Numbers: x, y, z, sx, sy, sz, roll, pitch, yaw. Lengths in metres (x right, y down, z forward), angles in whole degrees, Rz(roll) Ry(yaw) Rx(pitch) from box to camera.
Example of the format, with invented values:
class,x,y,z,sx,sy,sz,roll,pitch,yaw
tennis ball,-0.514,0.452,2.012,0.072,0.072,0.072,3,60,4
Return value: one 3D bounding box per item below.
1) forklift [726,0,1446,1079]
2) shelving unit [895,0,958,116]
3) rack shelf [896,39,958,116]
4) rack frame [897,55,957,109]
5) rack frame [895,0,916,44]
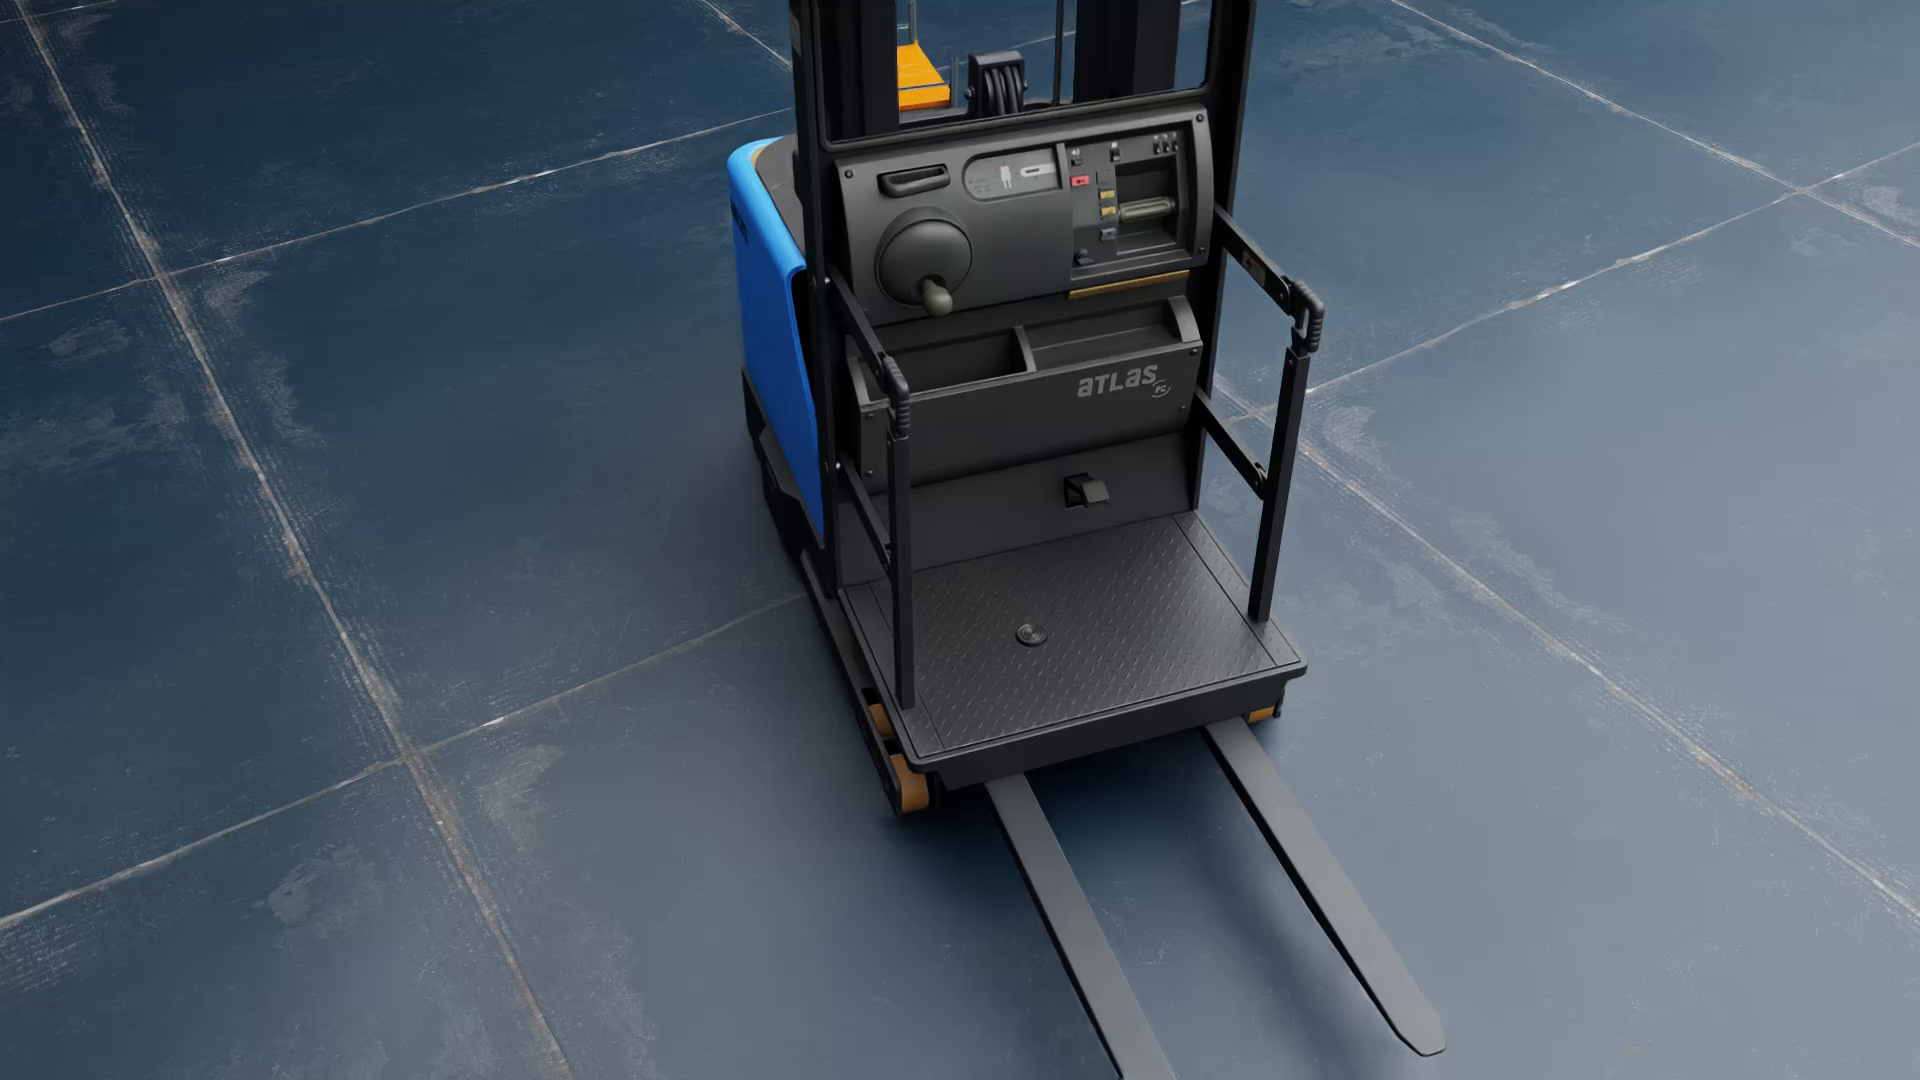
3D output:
class,x,y,z,sx,sy,sz,roll,pitch,yaw
forklift,0.242,-0.704,3.805,1.130,2.935,3.031,-12,41,-14
shelving unit,-0.195,-1.161,5.700,0.258,1.200,0.503,-11,40,-13
rack shelf,-0.197,-1.467,5.453,0.258,0.148,0.480,-11,40,-13
rack frame,-0.126,-1.015,5.517,0.240,1.200,0.015,-11,40,-13
rack frame,-0.264,-1.308,5.882,0.240,1.200,0.015,-11,40,-13
